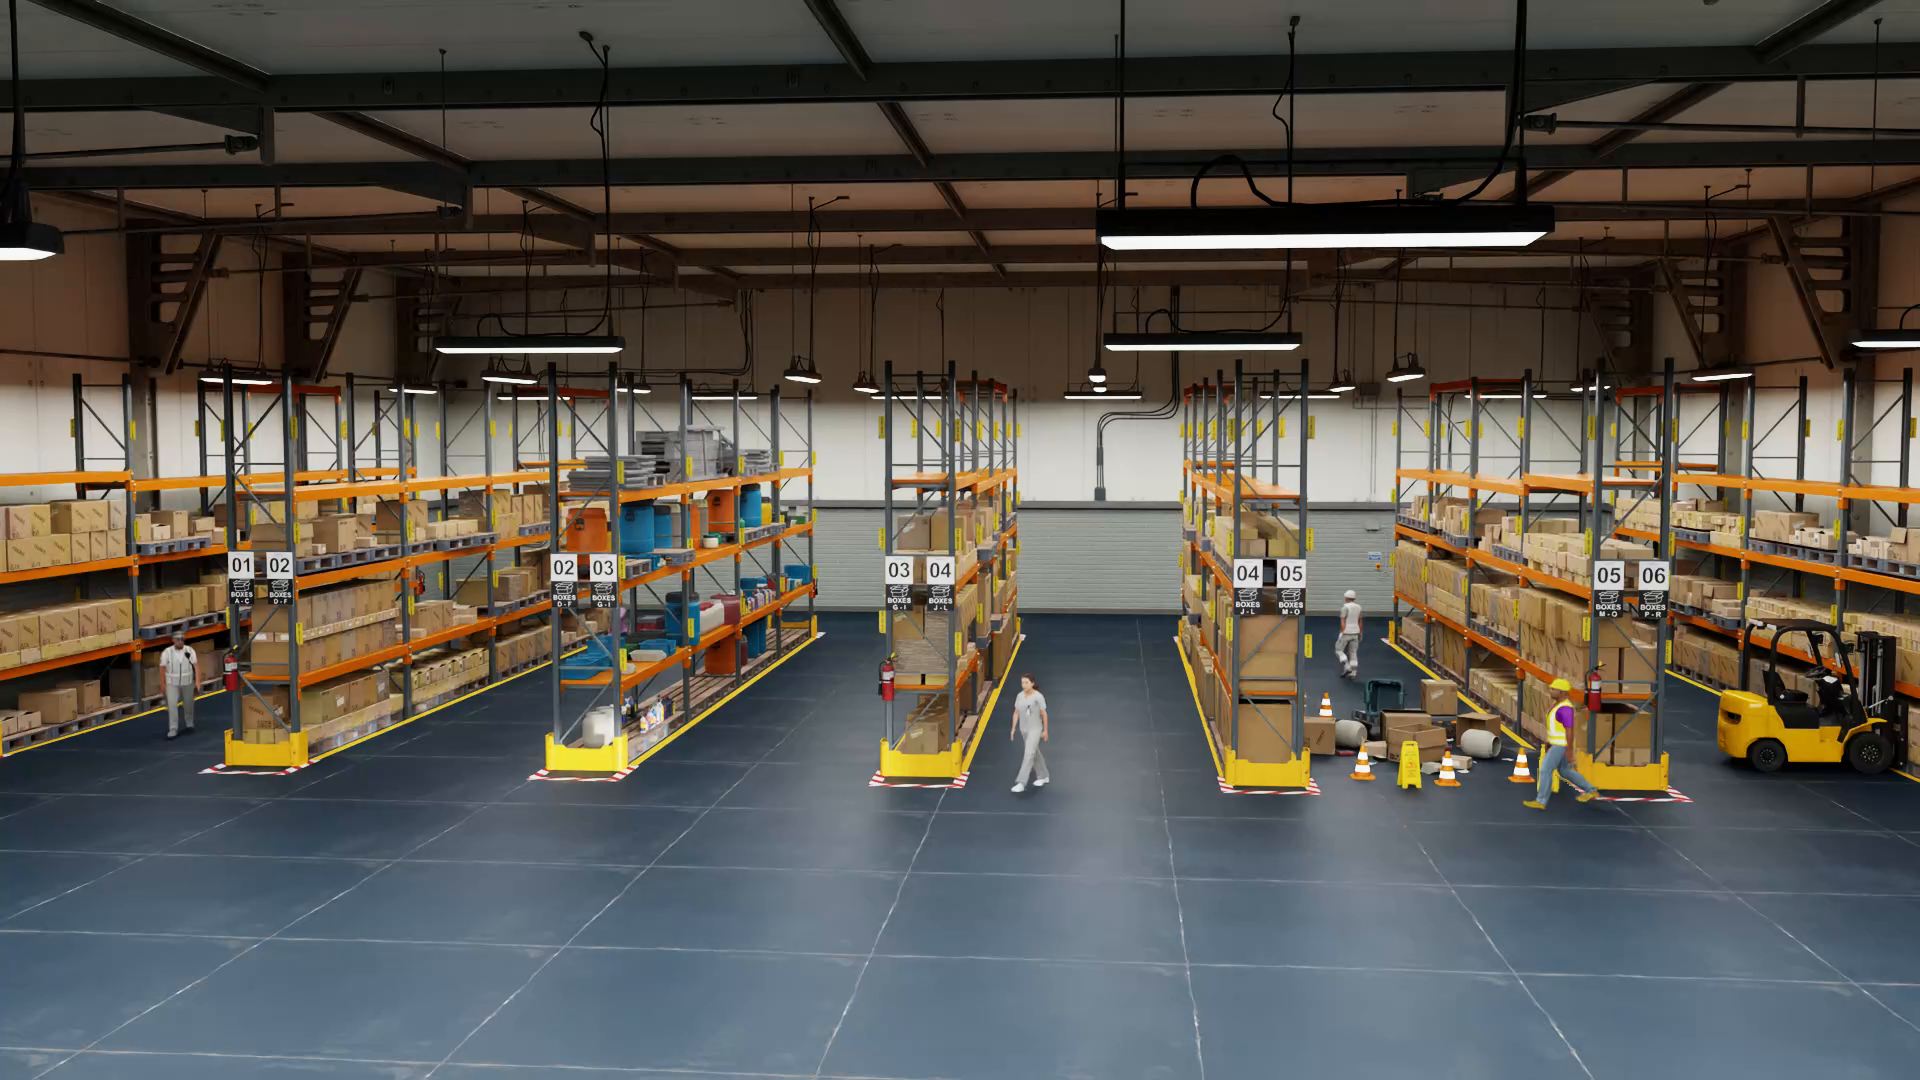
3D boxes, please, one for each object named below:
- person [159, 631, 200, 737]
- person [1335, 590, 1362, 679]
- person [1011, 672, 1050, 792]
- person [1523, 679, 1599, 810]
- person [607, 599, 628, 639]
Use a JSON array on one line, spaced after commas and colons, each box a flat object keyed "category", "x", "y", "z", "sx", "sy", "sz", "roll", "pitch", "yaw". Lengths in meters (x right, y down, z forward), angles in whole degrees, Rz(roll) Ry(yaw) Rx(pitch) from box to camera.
[{"category": "person", "x": -12.820, "y": 2.326, "z": 27.333, "sx": 0.618, "sy": 1.695, "sz": 1.125, "roll": -2, "pitch": 4, "yaw": -22}, {"category": "person", "x": 7.865, "y": 1.903, "z": 33.529, "sx": 0.602, "sy": 1.791, "sz": 0.439, "roll": -2, "pitch": 4, "yaw": -26}, {"category": "person", "x": 0.926, "y": 2.649, "z": 23.050, "sx": 0.466, "sy": 1.624, "sz": 1.012, "roll": 4, "pitch": 5, "yaw": 43}, {"category": "person", "x": 7.950, "y": 2.693, "z": 21.943, "sx": 1.019, "sy": 1.731, "sz": 0.571, "roll": 0, "pitch": 4, "yaw": 5}, {"category": "person", "x": -7.113, "y": 1.933, "z": 34.580, "sx": 0.407, "sy": 1.552, "sz": 0.888, "roll": 0, "pitch": 4, "yaw": -3}]
